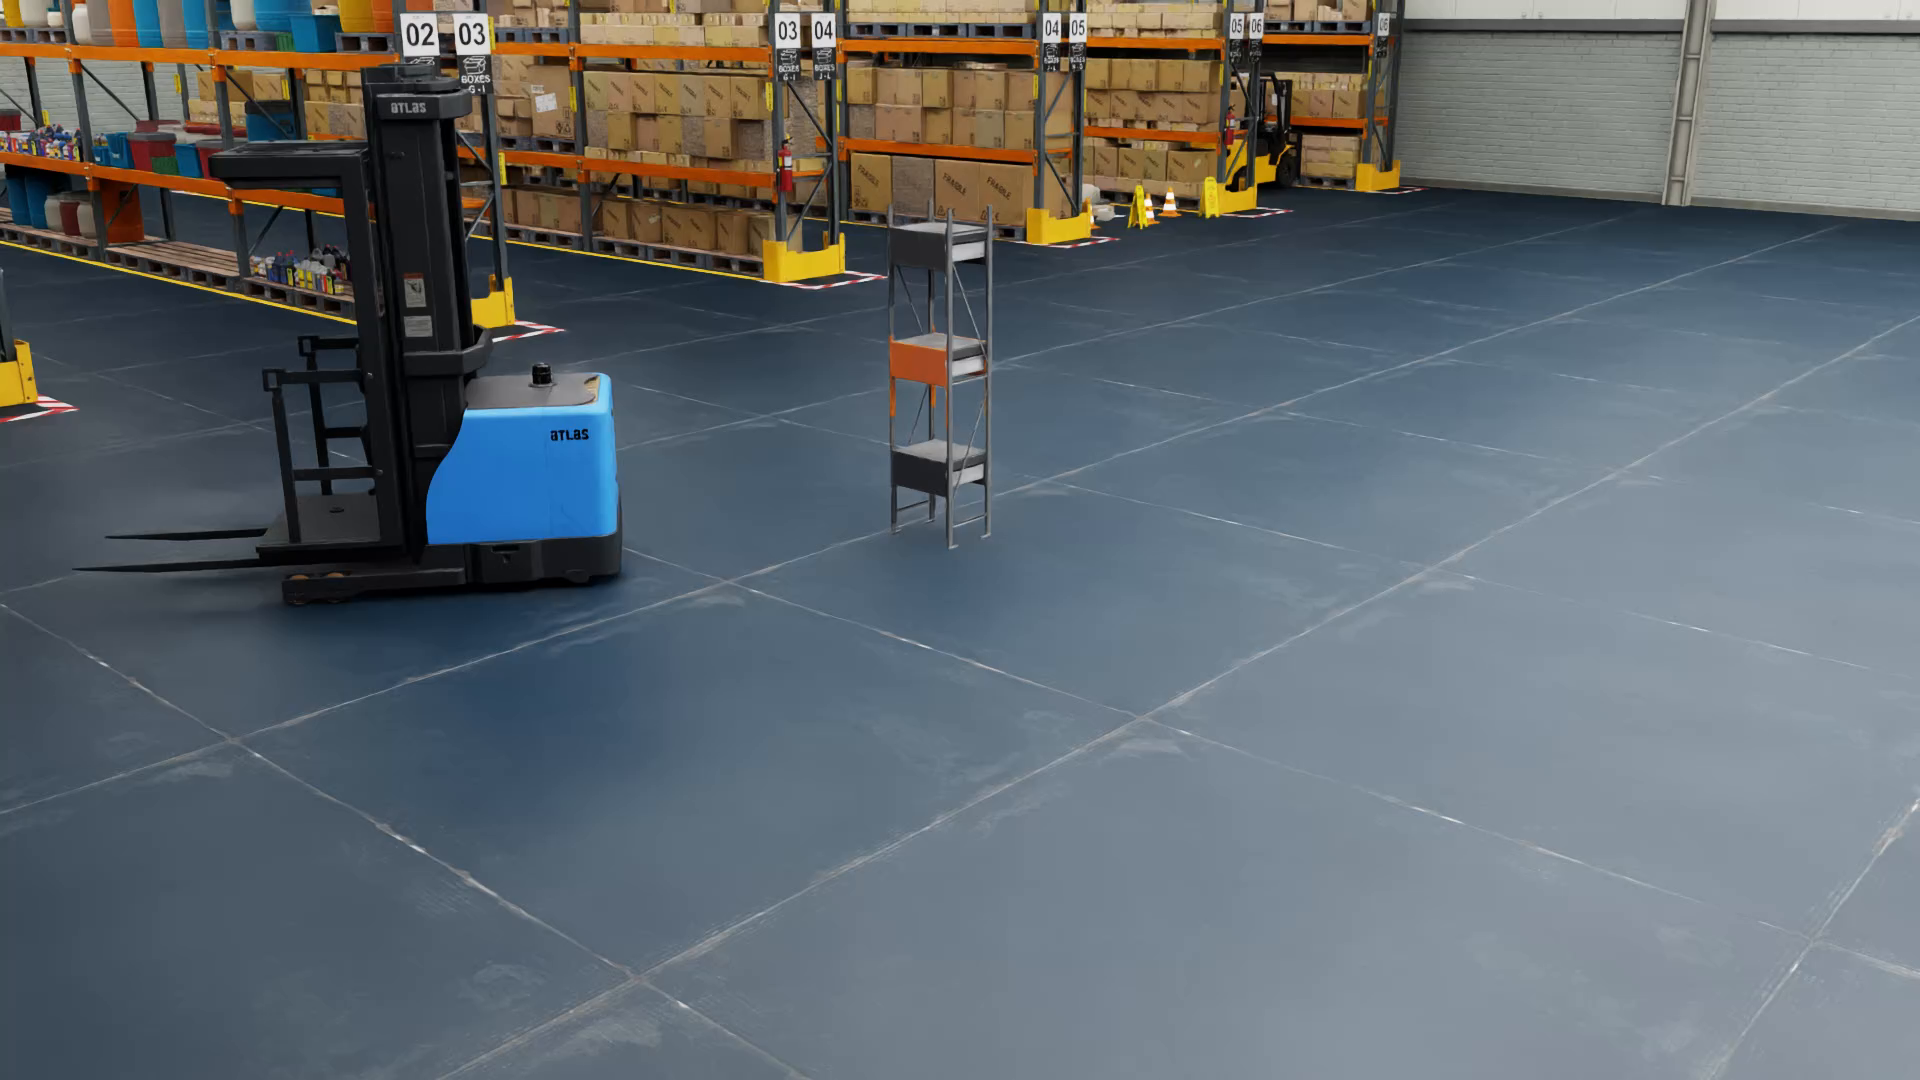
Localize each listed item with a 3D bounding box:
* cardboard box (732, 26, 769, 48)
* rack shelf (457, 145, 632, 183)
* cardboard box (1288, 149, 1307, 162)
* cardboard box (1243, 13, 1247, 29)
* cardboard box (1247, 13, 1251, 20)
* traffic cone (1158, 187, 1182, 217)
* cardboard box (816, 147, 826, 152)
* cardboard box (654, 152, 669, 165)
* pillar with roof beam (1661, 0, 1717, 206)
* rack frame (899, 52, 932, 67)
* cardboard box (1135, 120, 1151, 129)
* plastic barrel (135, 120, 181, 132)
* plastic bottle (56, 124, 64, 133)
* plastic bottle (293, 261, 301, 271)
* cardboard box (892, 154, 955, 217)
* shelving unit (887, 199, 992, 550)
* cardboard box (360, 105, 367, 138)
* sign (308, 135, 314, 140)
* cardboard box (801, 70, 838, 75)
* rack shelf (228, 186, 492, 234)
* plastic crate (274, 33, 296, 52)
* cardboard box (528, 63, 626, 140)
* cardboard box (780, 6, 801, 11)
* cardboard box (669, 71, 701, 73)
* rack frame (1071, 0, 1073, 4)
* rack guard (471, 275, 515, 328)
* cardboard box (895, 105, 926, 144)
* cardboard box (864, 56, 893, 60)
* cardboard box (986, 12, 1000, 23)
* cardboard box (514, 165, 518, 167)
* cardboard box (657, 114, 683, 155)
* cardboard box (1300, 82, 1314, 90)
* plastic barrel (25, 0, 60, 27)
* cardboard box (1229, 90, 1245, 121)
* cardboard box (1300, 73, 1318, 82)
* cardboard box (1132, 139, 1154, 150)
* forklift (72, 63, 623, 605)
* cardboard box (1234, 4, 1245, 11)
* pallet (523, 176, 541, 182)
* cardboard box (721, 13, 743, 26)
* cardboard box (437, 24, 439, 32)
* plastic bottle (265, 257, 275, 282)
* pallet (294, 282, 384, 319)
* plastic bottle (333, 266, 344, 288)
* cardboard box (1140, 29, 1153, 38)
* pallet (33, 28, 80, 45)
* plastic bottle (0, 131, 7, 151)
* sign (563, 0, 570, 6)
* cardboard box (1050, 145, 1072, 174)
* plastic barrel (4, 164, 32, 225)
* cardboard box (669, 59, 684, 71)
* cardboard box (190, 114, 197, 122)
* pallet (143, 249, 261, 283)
[{"bbox_3d":[-2.450,-6.180,20.416,0.500,0.250,0.500,16,23,40],"label":"cardboard box"},{"bbox_3d":[-6.409,-5.644,24.628,4.000,0.370,1.077,15,23,39],"label":"rack shelf"},{"bbox_3d":[6.609,-7.505,32.327,0.500,0.250,0.500,14,23,38],"label":"cardboard box"},{"bbox_3d":[4.458,-8.686,27.820,0.500,0.250,0.500,15,23,38],"label":"cardboard box"},{"bbox_3d":[5.666,-10.196,32.378,0.250,0.149,0.380,16,24,41],"label":"cardboard box"},{"bbox_3d":[3.479,-5.610,27.524,0.334,0.463,0.336,15,23,39],"label":"traffic cone"},{"bbox_3d":[-2.452,-8.156,34.170,0.875,0.875,0.875,15,23,40],"label":"cardboard box"},{"bbox_3d":[-3.821,-5.057,22.002,0.250,0.149,0.380,15,23,39],"label":"cardboard box"},{"bbox_3d":[9.657,-9.173,24.639,0.400,9.000,9.100,15,23,39],"label":"pillar with roof beam"},{"bbox_3d":[-1.026,-10.558,38.921,0.127,3.000,1.000,15,23,39],"label":"rack frame"},{"bbox_3d":[3.232,-7.173,28.669,0.250,0.149,0.380,15,23,39],"label":"cardboard box"},{"bbox_3d":[-10.644,-5.308,22.155,0.708,0.536,0.600,15,23,39],"label":"plastic barrel"},{"bbox_3d":[-13.141,-5.900,24.326,0.185,0.351,0.144,15,23,39],"label":"plastic bottle"},{"bbox_3d":[-7.596,-3.059,19.076,0.097,0.271,0.097,0,18,0],"label":"plastic bottle"},{"bbox_3d":[-0.444,-5.553,25.968,0.875,0.875,0.875,15,23,40],"label":"cardboard box"},{"bbox_3d":[-0.124,-1.034,10.399,0.503,2.100,0.431,15,23,39],"label":"shelving unit"},{"bbox_3d":[-9.198,-6.685,26.550,0.500,0.500,0.500,14,22,38],"label":"cardboard box"},{"bbox_3d":[-7.827,-4.719,20.066,0.005,0.325,0.100,15,23,39],"label":"sign"},{"bbox_3d":[-2.306,-7.413,27.193,0.500,0.500,0.700,15,23,38],"label":"cardboard box"},{"bbox_3d":[-6.704,-3.721,18.566,4.000,0.370,1.077,15,23,39],"label":"rack shelf"},{"bbox_3d":[-7.201,-5.415,18.108,0.450,0.188,0.336,15,23,39],"label":"plastic crate"},{"bbox_3d":[-5.414,-6.263,23.702,1.000,1.000,1.000,15,23,40],"label":"cardboard box"},{"bbox_3d":[-2.614,-8.492,26.840,0.500,0.250,0.500,15,23,39],"label":"cardboard box"},{"bbox_3d":[-3.645,-6.023,22.321,0.500,0.500,0.500,15,23,39],"label":"cardboard box"},{"bbox_3d":[1.665,-10.687,29.411,0.127,3.000,1.000,15,23,39],"label":"rack frame"},{"bbox_3d":[-5.297,-2.475,17.584,0.348,0.500,1.175,15,23,39],"label":"rack guard"},{"bbox_3d":[-0.509,-6.447,25.721,0.550,0.550,0.875,15,23,39],"label":"cardboard box"},{"bbox_3d":[-1.964,-11.345,39.917,0.500,0.500,0.500,14,23,38],"label":"cardboard box"},{"bbox_3d":[0.593,-7.535,23.991,0.250,0.149,0.380,15,23,40],"label":"cardboard box"},{"bbox_3d":[-8.543,-7.327,32.758,0.250,0.149,0.380,14,23,38],"label":"cardboard box"},{"bbox_3d":[-3.479,-5.375,21.933,0.500,0.500,0.875,15,23,39],"label":"cardboard box"},{"bbox_3d":[6.730,-8.717,31.883,0.250,0.149,0.380,14,22,38],"label":"cardboard box"},{"bbox_3d":[-12.806,-7.632,23.220,0.708,0.901,0.600,15,23,39],"label":"plastic barrel"},{"bbox_3d":[4.487,-7.372,28.225,0.500,0.500,0.500,15,23,38],"label":"cardboard box"},{"bbox_3d":[6.717,-8.854,31.823,0.250,0.149,0.380,16,23,41],"label":"cardboard box"},{"bbox_3d":[3.184,-6.846,28.763,0.250,0.149,0.380,16,24,42],"label":"cardboard box"},{"bbox_3d":[-3.573,-1.203,9.556,3.031,2.935,1.130,-3,18,-10],"label":"forklift"},{"bbox_3d":[4.527,-8.832,27.621,0.250,0.149,0.380,15,23,39],"label":"cardboard box"},{"bbox_3d":[-8.971,-7.337,33.380,1.213,0.211,1.003,15,23,39],"label":"pallet"},{"bbox_3d":[-2.730,-6.425,20.528,0.250,0.149,0.380,14,22,37],"label":"cardboard box"},{"bbox_3d":[-7.722,-7.595,24.874,0.500,0.250,0.500,16,23,40],"label":"cardboard box"},{"bbox_3d":[-7.993,-3.155,19.369,0.135,0.276,0.152,16,24,41],"label":"plastic bottle"},{"bbox_3d":[-6.809,-2.747,18.918,1.213,0.211,1.003,15,23,39],"label":"pallet"},{"bbox_3d":[-6.973,-2.928,18.641,0.133,0.283,0.061,15,23,39],"label":"plastic bottle"},{"bbox_3d":[3.265,-8.606,28.228,0.250,0.149,0.380,14,22,38],"label":"cardboard box"},{"bbox_3d":[-11.699,-6.784,22.382,1.213,0.211,1.003,15,23,39],"label":"pallet"},{"bbox_3d":[-13.817,-5.760,24.007,0.135,0.276,0.152,15,23,39],"label":"plastic bottle"},{"bbox_3d":[-5.278,-7.323,22.264,0.005,0.325,0.100,15,23,39],"label":"sign"},{"bbox_3d":[1.927,-6.895,29.991,0.500,0.500,0.500,16,24,42],"label":"cardboard box"},{"bbox_3d":[-13.788,-5.158,24.681,0.708,0.901,0.600,15,23,39],"label":"plastic barrel"},{"bbox_3d":[-5.985,-10.297,36.280,0.500,0.500,0.500,15,23,39],"label":"cardboard box"},{"bbox_3d":[-13.841,-7.729,30.424,0.250,0.149,0.380,15,23,40],"label":"cardboard box"},{"bbox_3d":[-9.730,-3.530,21.385,1.213,0.211,1.003,15,23,39],"label":"pallet"}]
